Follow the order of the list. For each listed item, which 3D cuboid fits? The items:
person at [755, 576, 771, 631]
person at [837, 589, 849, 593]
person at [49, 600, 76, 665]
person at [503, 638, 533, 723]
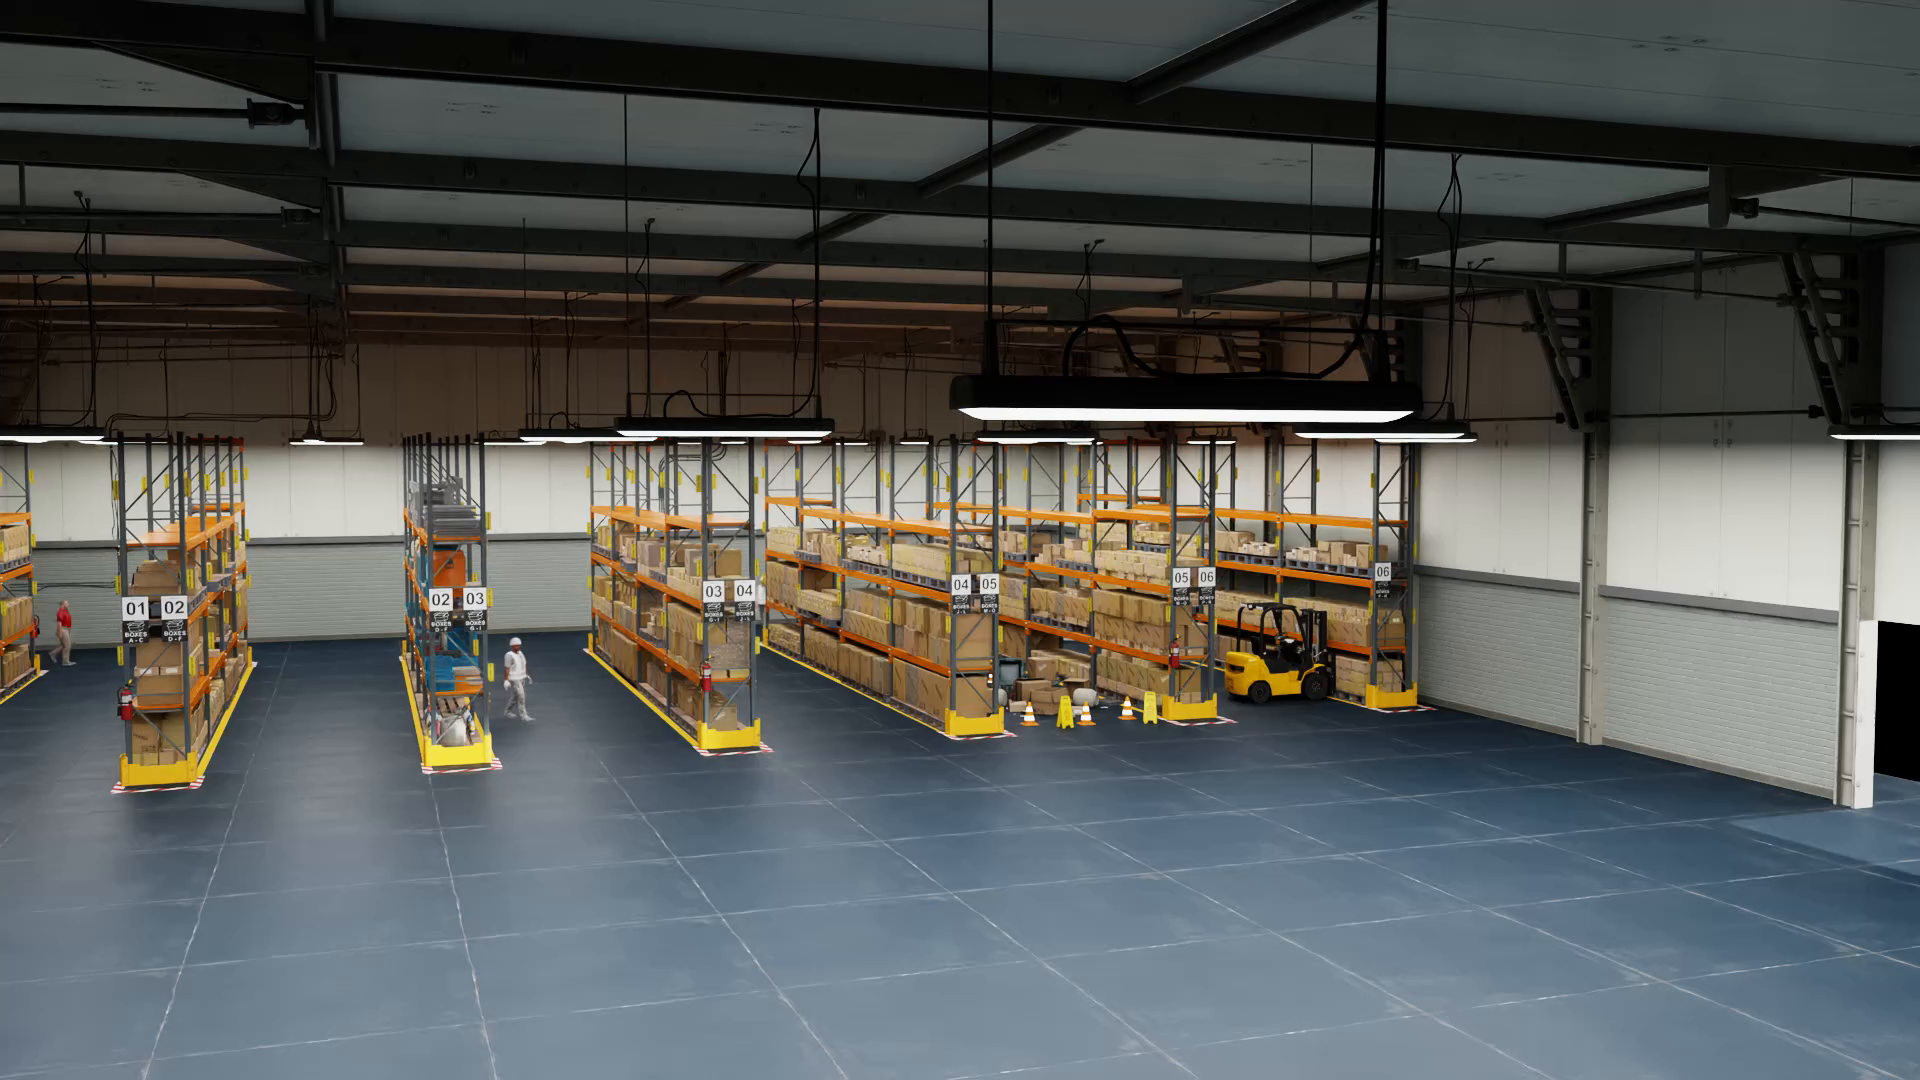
[{"bbox_3d":[-6.128,1.969,52.011,0.518,1.725,1.067,1,3,10],"label":"person"},{"bbox_3d":[-3.455,2.018,48.277,0.555,1.688,0.488,0,3,5],"label":"person"},{"bbox_3d":[-23.596,2.431,43.659,0.683,1.709,0.532,-1,3,-17],"label":"person"},{"bbox_3d":[-9.259,2.923,34.839,0.890,1.770,0.599,1,3,16],"label":"person"}]
